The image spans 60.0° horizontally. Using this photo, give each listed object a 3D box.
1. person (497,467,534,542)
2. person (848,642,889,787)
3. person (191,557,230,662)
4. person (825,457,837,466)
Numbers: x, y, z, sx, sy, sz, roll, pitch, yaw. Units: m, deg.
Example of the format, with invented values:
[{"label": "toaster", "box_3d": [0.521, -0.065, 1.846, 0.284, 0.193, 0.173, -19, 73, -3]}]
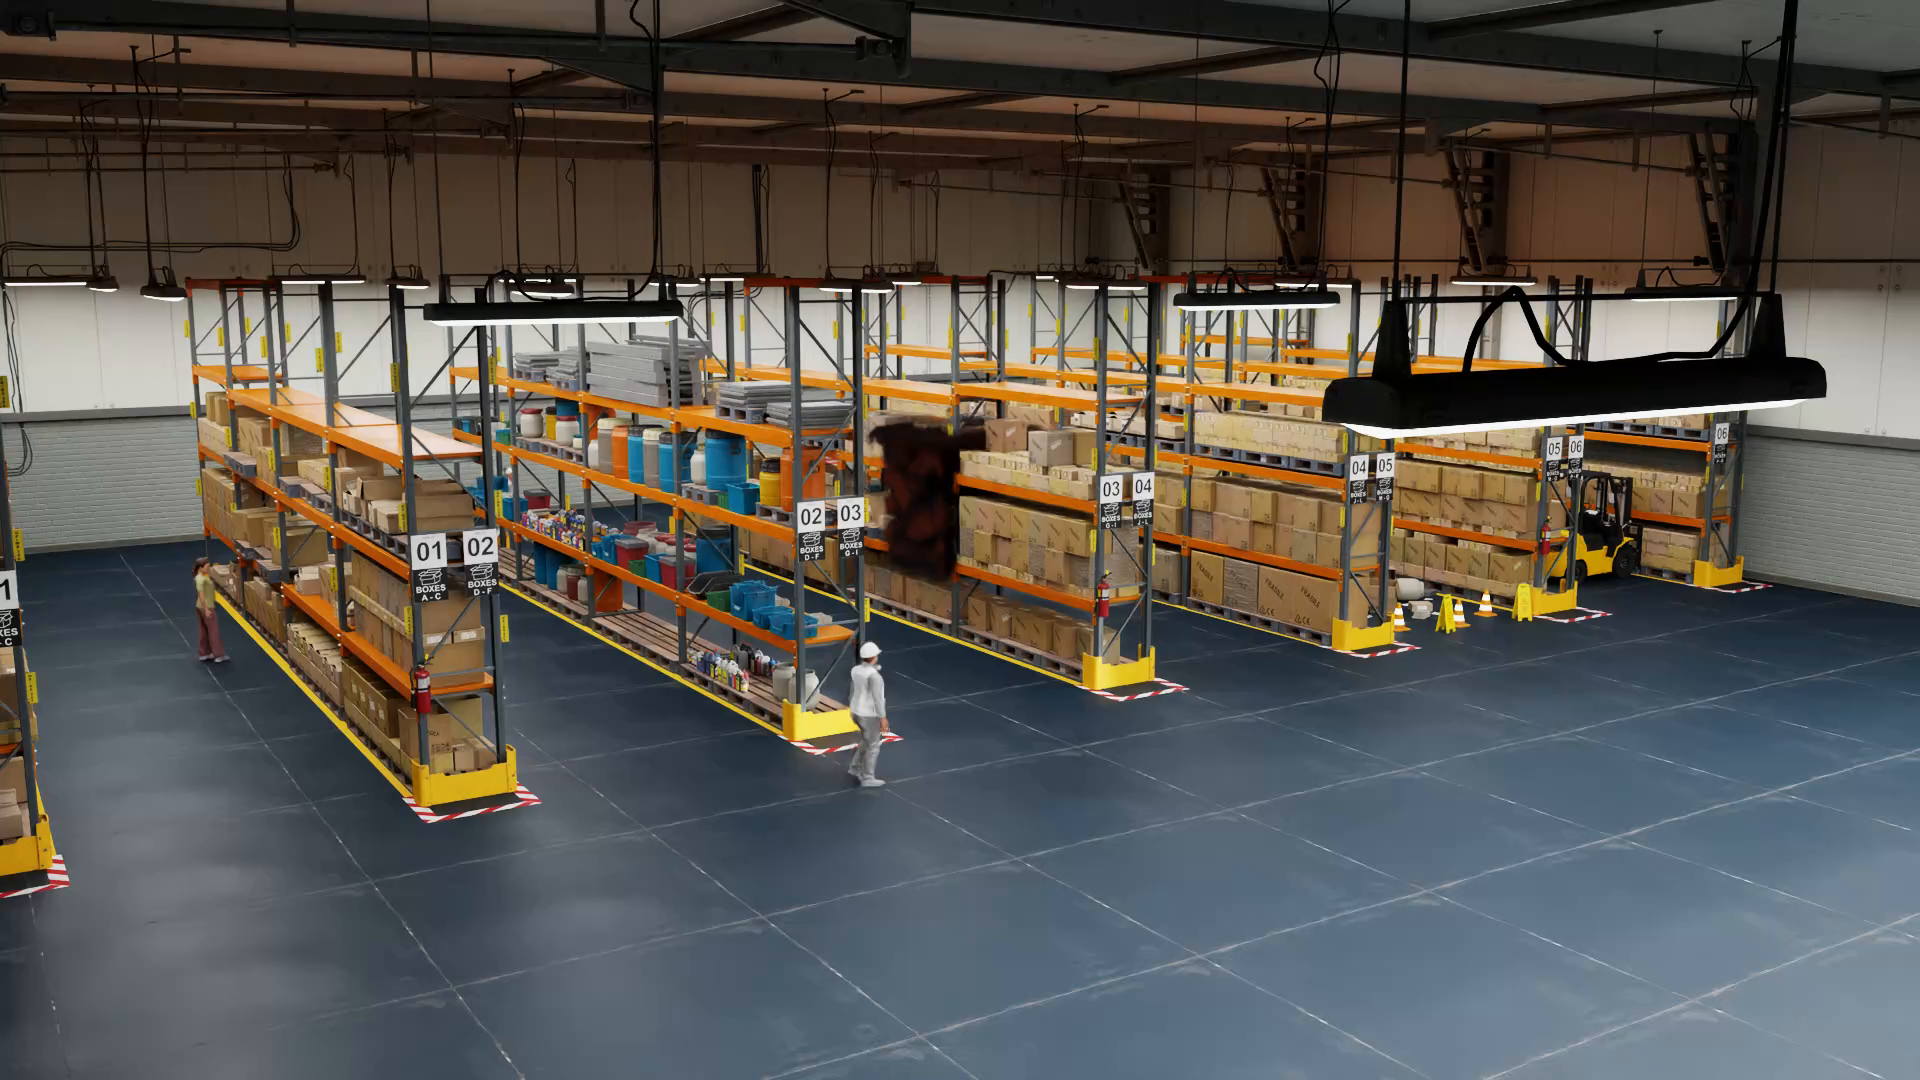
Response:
[{"label": "person", "box_3d": [-9.892, -0.760, 37.028, 0.976, 1.738, 0.645, -4, 10, -20]}, {"label": "person", "box_3d": [-1.101, 2.118, 20.168, 0.390, 1.775, 0.632, -5, 11, -27]}, {"label": "person", "box_3d": [-11.904, 1.108, 26.408, 0.432, 1.651, 0.514, -7, 12, -37]}, {"label": "person", "box_3d": [-3.484, -1.956, 44.131, 0.534, 1.781, 0.480, 7, 12, 34]}]
